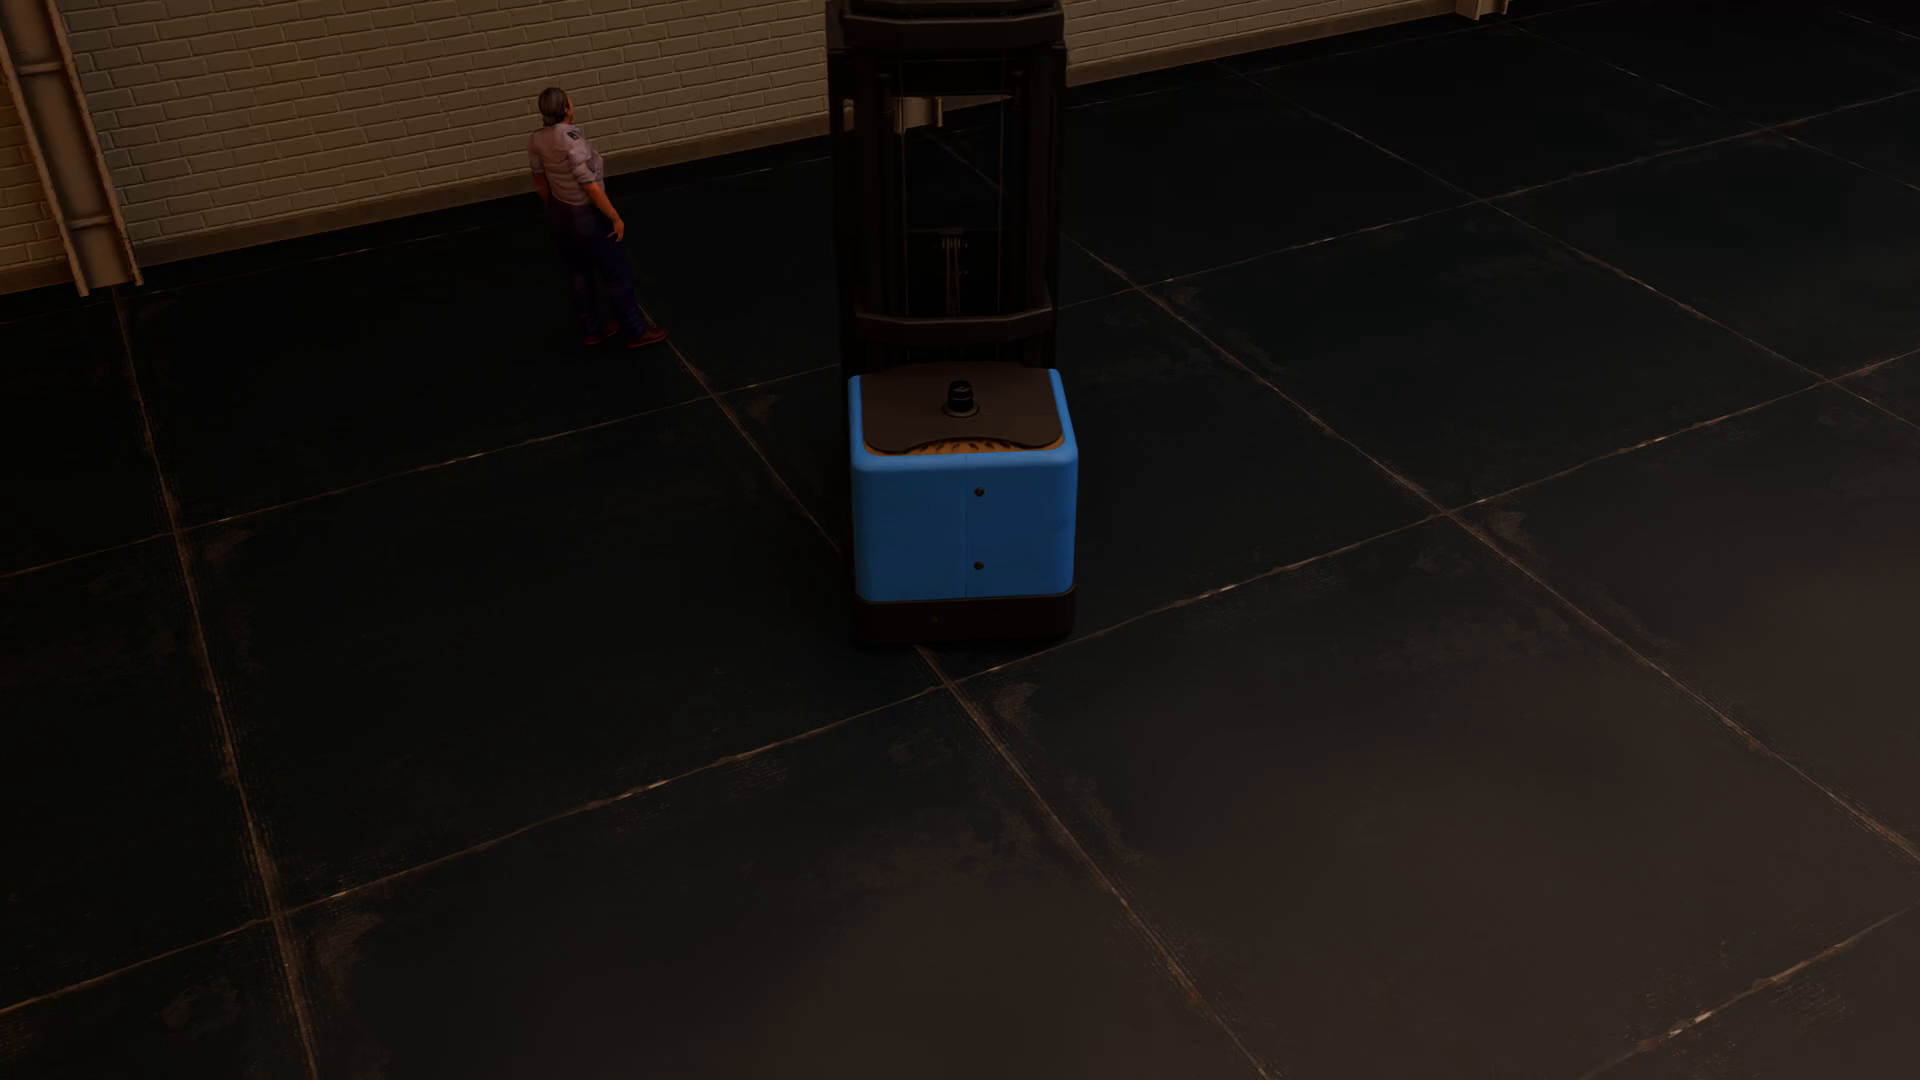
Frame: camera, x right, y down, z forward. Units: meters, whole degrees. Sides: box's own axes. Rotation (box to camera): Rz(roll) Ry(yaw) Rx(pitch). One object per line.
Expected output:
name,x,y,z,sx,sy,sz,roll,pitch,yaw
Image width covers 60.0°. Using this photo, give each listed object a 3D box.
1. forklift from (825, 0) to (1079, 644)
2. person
forklift,-0.078,-1.536,8.297,1.130,2.935,3.031,-2,35,-3
person,-2.195,-1.937,9.963,0.596,1.650,0.504,21,40,27
